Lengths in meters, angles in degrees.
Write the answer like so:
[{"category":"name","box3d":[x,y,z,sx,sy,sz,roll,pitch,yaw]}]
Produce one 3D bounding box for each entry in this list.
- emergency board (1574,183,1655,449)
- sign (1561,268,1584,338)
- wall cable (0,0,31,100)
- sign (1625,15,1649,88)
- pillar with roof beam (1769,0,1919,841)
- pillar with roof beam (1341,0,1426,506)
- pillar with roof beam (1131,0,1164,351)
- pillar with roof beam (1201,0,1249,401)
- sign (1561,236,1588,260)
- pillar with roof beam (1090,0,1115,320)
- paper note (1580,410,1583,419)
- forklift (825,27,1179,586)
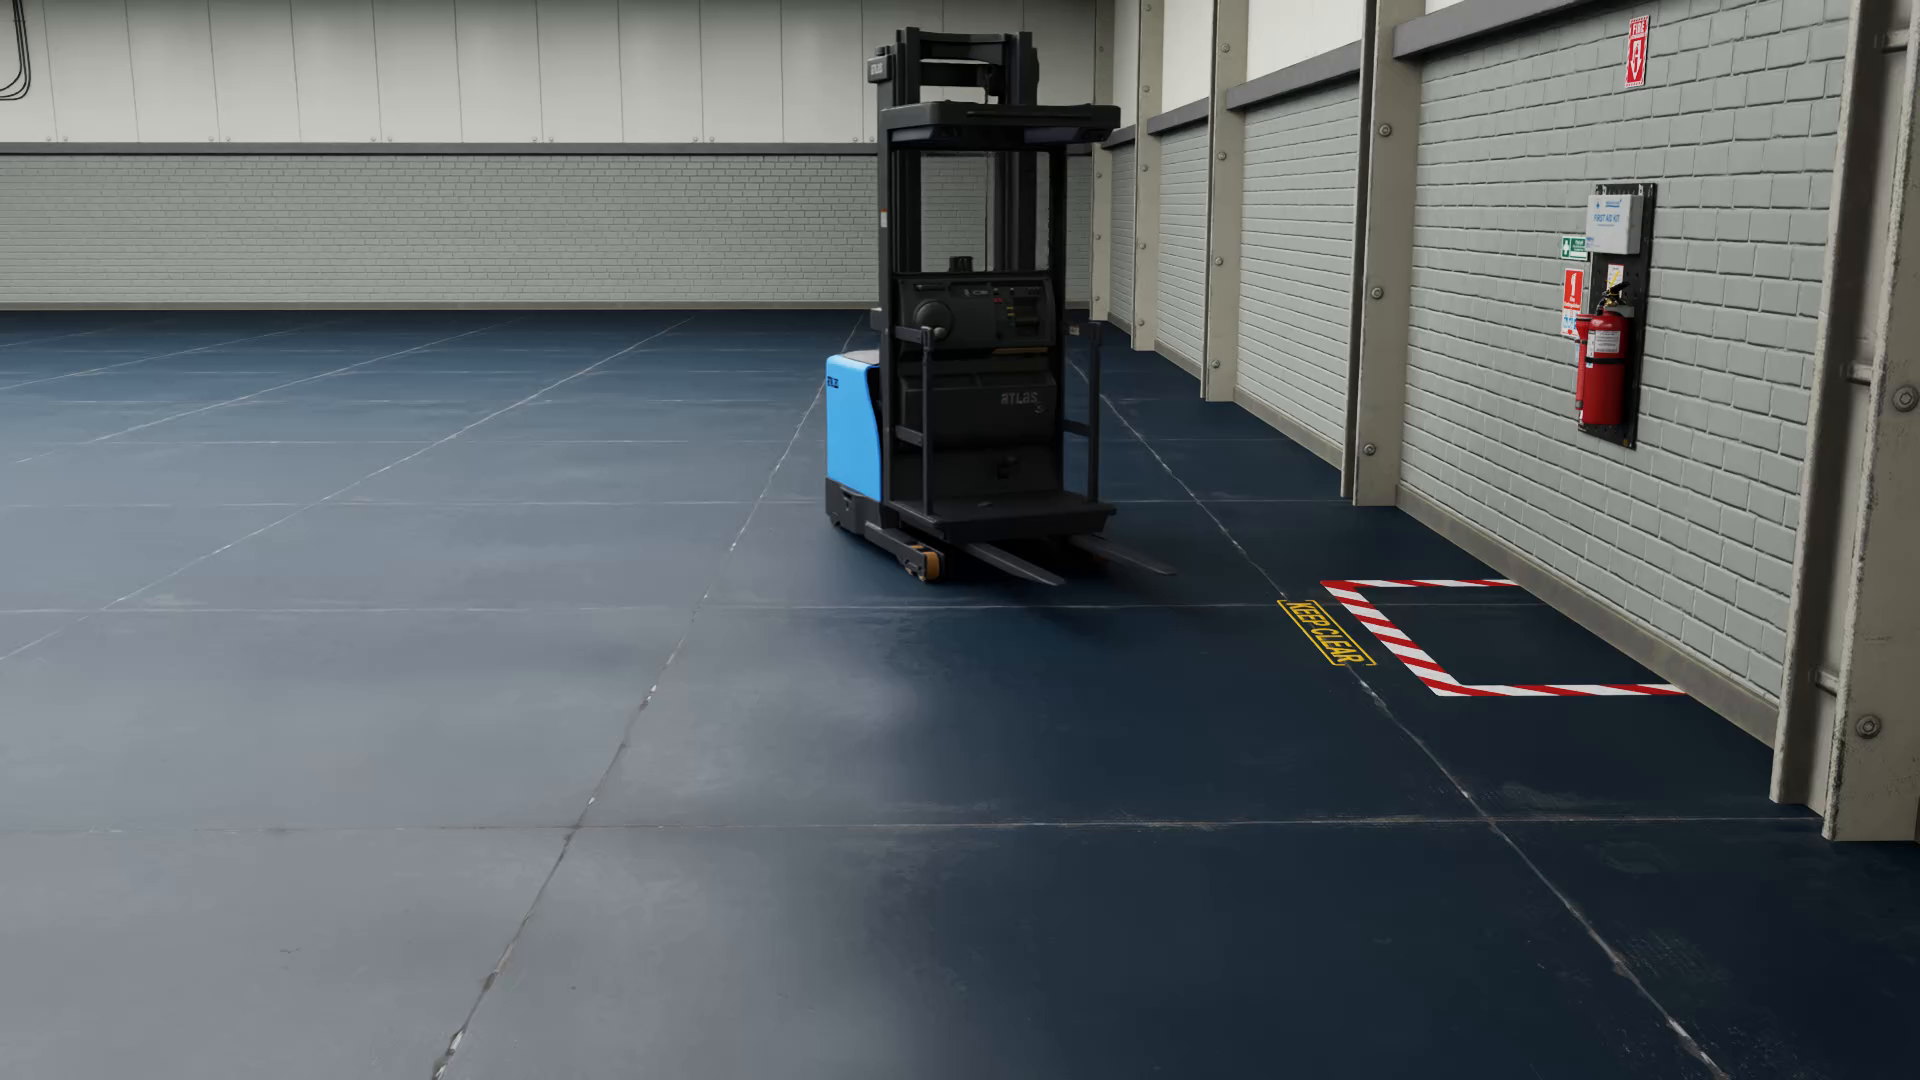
[{"category":"emergency board","box3d":[2.919,-1.040,7.639,0.194,1.169,0.643,0,11,-1]},{"category":"sign","box3d":[3.011,-1.167,8.179,0.001,0.329,0.234,0,11,-1]},{"category":"wall cable","box3d":[-18.304,-10.423,30.250,2.305,6.003,0.169,0,11,-1]},{"category":"sign","box3d":[3.019,-2.178,7.418,0.001,0.298,0.199,0,11,-1]},{"category":"pillar with roof beam","box3d":[-1.372,-3.471,4.533,9.100,9.000,0.400,0,11,-1]},{"category":"pillar with roof beam","box3d":[-1.496,-4.663,10.412,9.100,9.000,0.400,0,11,-1]},{"category":"pillar with roof beam","box3d":[-1.744,-7.049,22.170,9.100,9.000,0.400,0,11,-1]},{"category":"pillar with roof beam","box3d":[-1.620,-5.856,16.291,9.100,9.000,0.400,0,11,-1]},{"category":"sign","box3d":[3.002,-1.426,8.122,0.001,0.109,0.331,0,11,-1]},{"category":"pillar with roof beam","box3d":[-1.868,-8.241,28.049,9.100,9.000,0.400,0,11,-1]},{"category":"paper note","box3d":[2.985,-0.643,7.901,0.016,0.148,0.142,0,11,-1]},{"category":"forklift","box3d":[0.183,-1.307,9.130,1.130,2.935,3.031,-5,12,-22]}]
